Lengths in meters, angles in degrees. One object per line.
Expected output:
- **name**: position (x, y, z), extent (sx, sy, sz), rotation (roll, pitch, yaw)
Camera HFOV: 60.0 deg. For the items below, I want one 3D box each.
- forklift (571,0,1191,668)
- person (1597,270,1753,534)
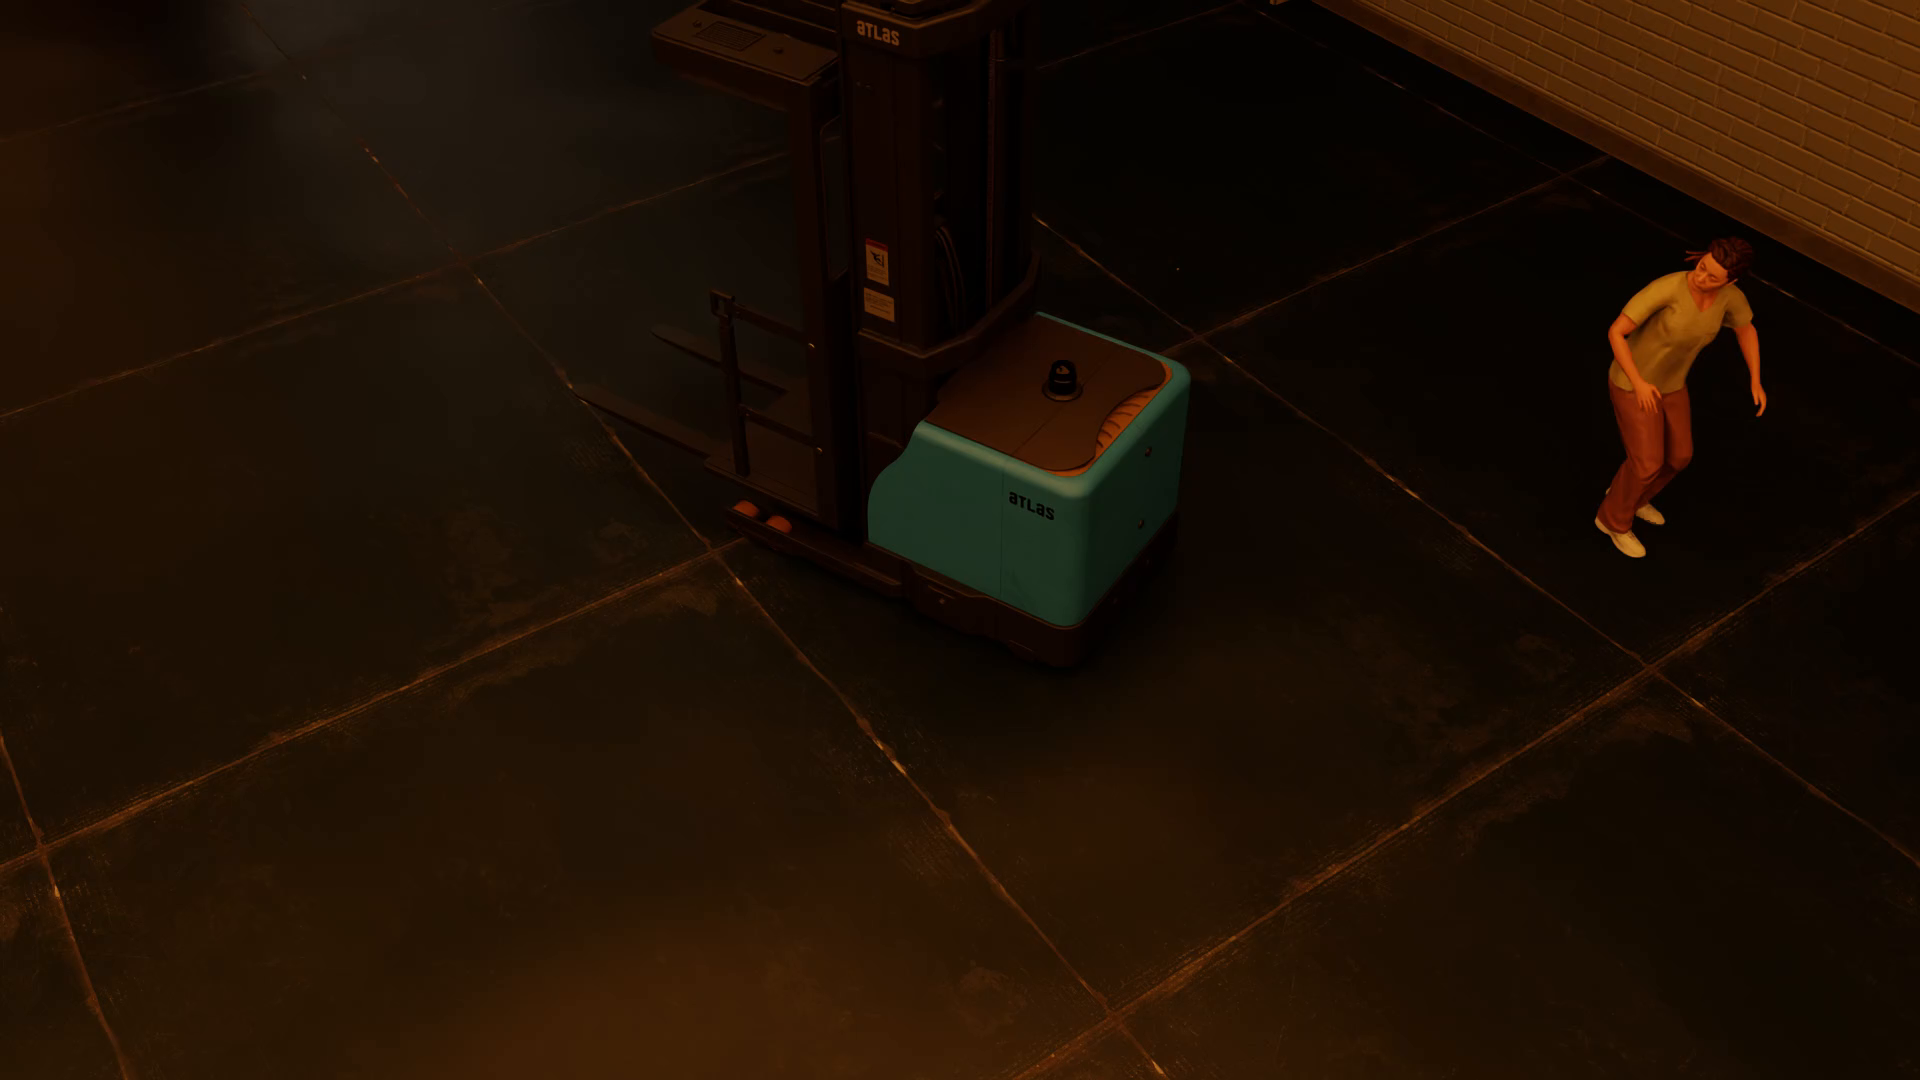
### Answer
- **forklift**: position (-0.511, -1.302, 7.129), extent (3.031, 2.935, 1.130), rotation (24, 48, 24)
- **person**: position (3.171, -0.613, 7.499), extent (0.603, 1.336, 0.420), rotation (-14, 44, -14)
